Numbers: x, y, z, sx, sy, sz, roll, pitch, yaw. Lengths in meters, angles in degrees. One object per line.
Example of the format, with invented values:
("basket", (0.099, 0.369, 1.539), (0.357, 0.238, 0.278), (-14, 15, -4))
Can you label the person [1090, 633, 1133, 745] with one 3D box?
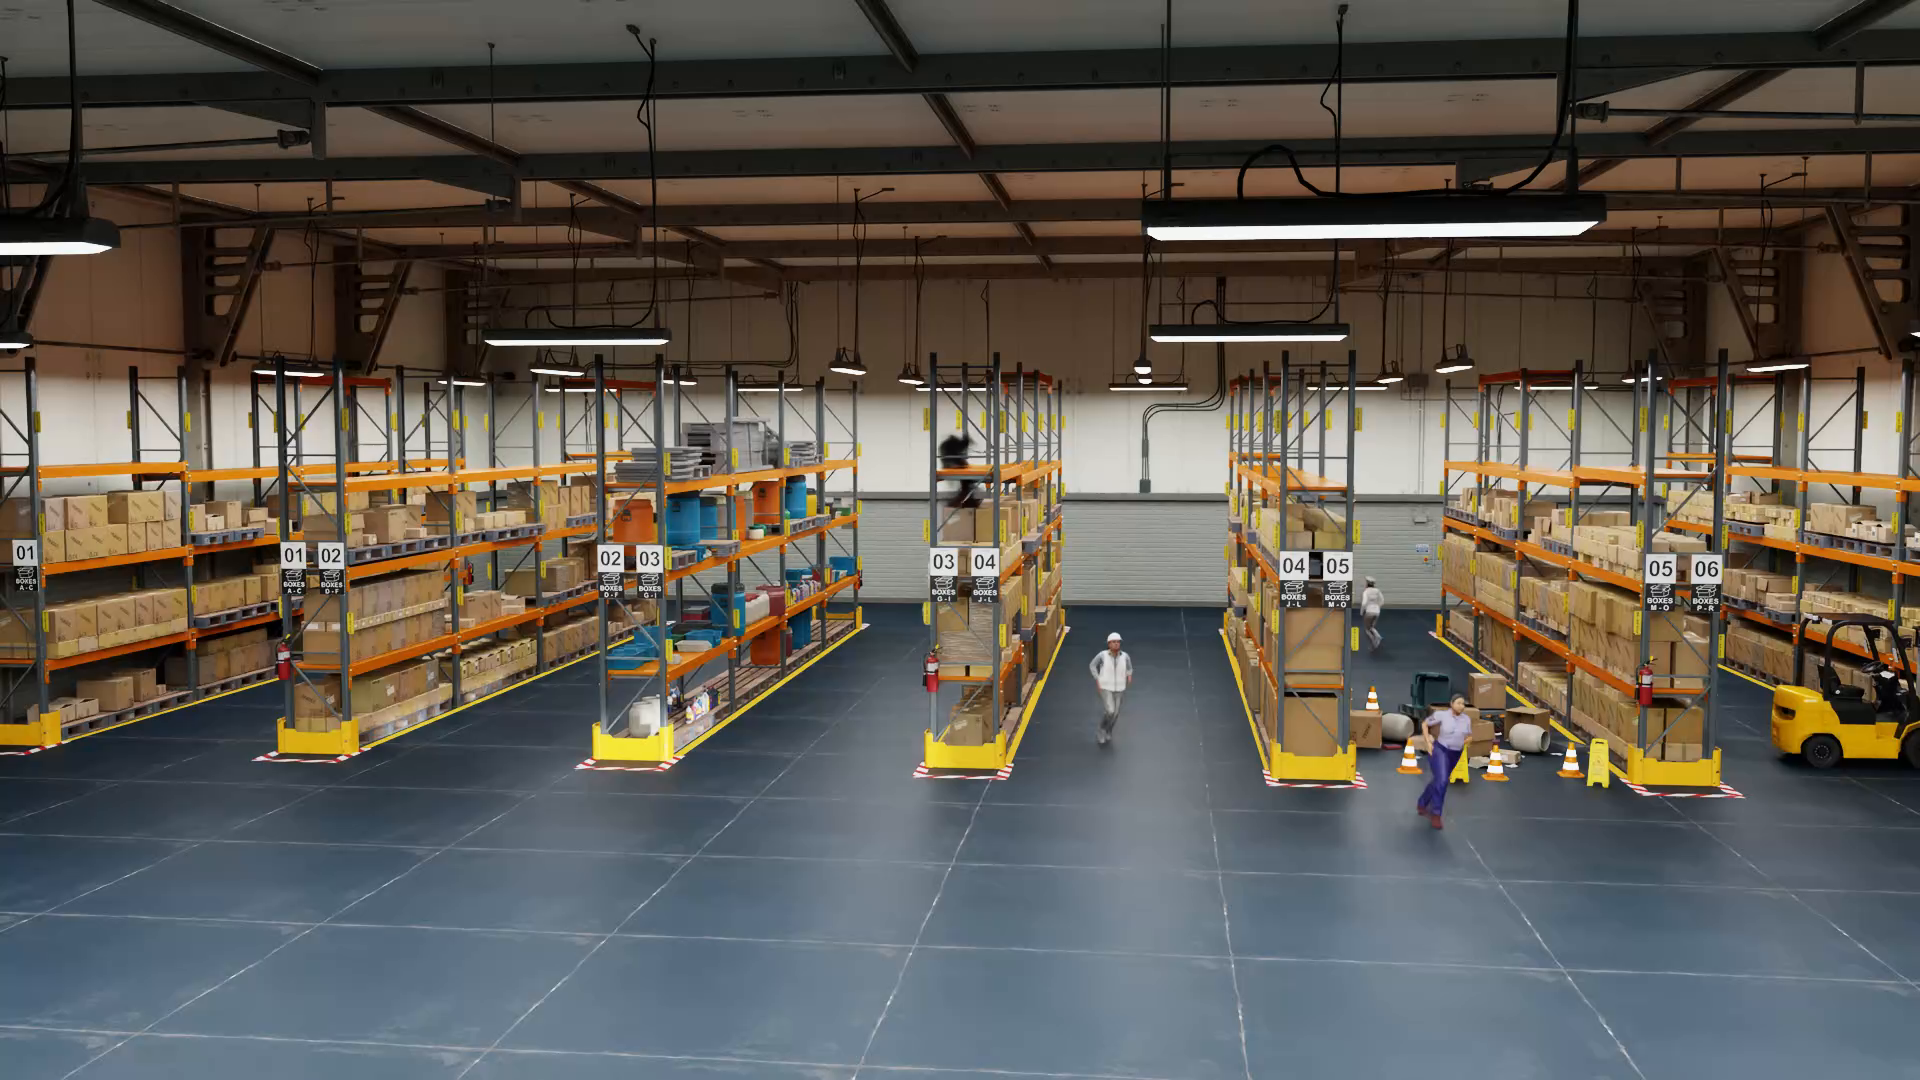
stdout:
("person", (2.383, 2.304, 25.810), (0.639, 1.734, 0.751), (-1, 4, -16))

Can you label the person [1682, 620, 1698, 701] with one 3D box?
("person", (12.079, 2.161, 27.900), (0.631, 1.770, 0.777), (0, 4, -6))

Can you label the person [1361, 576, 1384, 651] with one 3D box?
("person", (9.064, 1.621, 36.432), (0.614, 1.633, 0.523), (-2, 4, -21))

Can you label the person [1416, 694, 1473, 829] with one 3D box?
("person", (6.029, 2.712, 20.742), (0.715, 1.568, 0.821), (-1, 4, -19))
